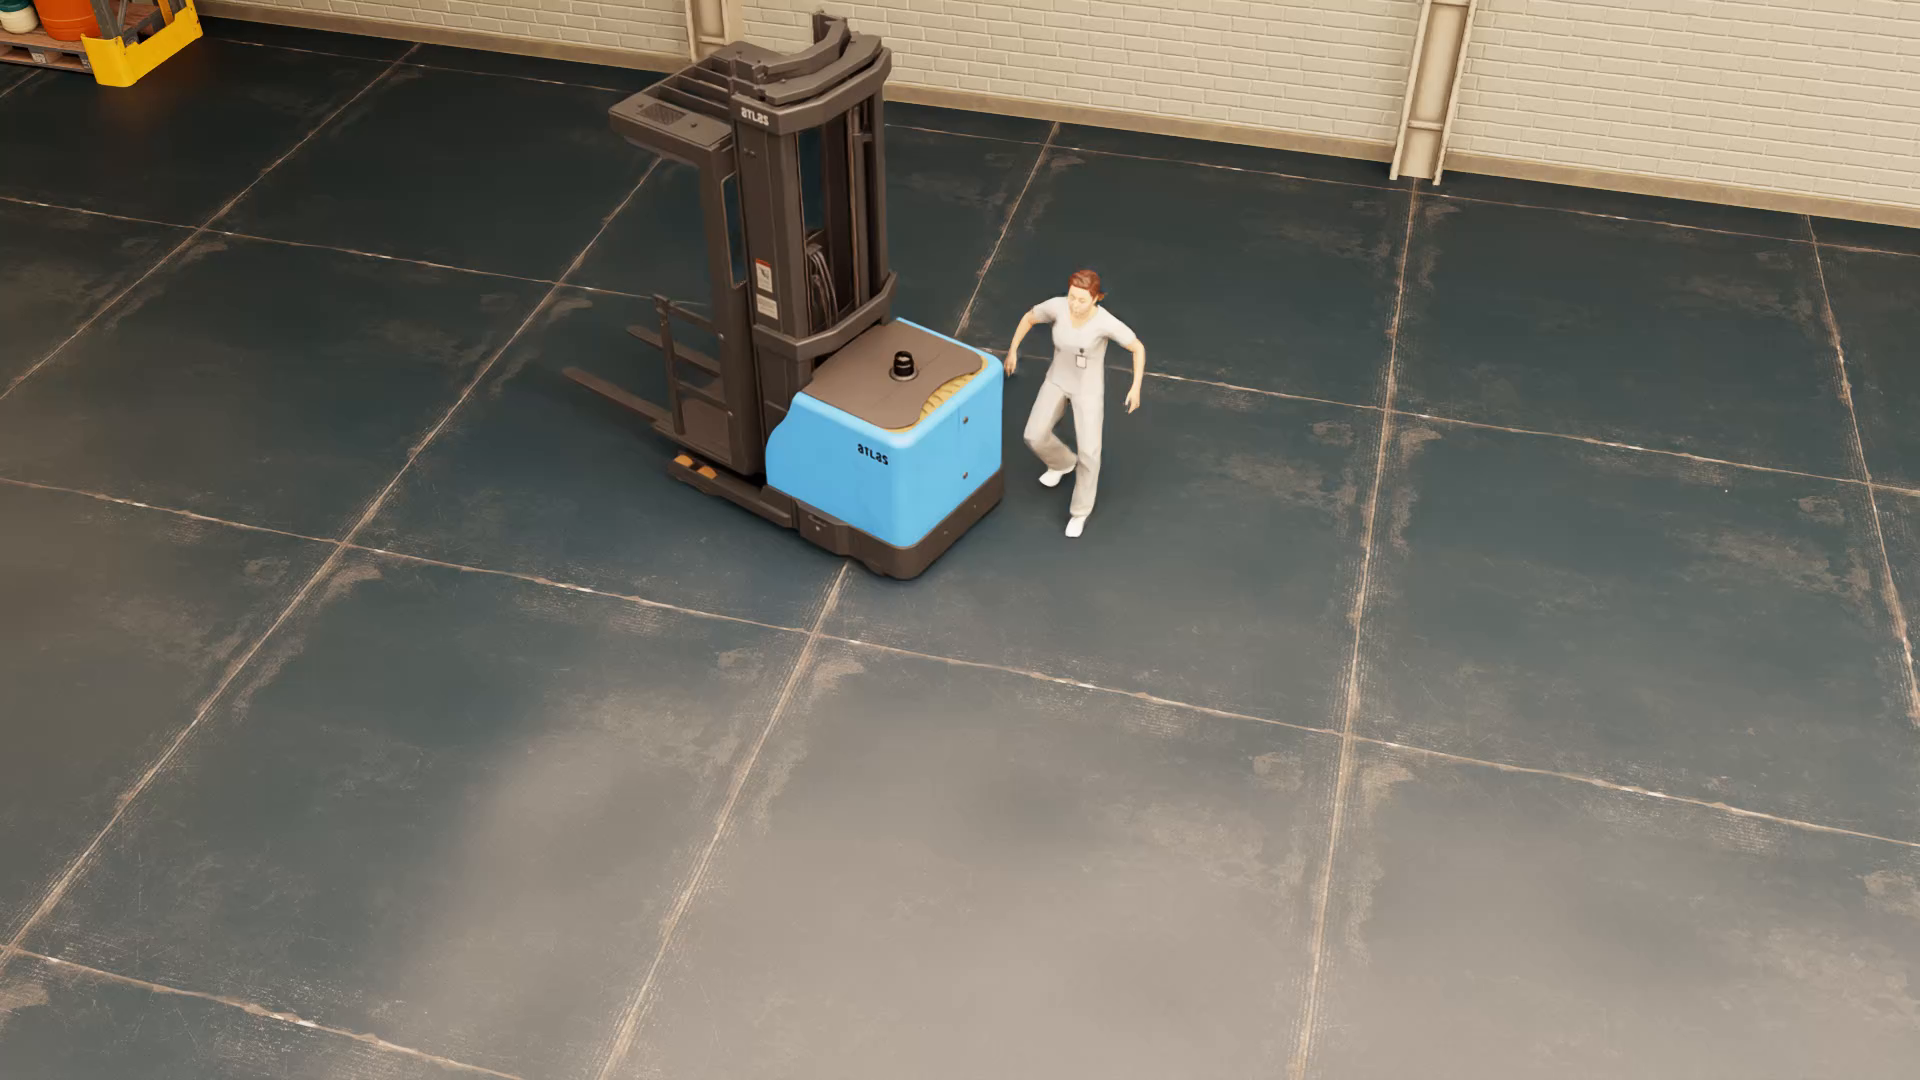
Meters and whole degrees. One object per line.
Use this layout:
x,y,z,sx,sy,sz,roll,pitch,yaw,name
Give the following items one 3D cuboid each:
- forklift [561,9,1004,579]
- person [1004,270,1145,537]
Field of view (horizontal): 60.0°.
-1.227,-1.654,9.748,3.031,2.935,1.130,25,47,26,forklift
0.635,-0.834,9.846,0.851,1.598,0.629,21,46,22,person
